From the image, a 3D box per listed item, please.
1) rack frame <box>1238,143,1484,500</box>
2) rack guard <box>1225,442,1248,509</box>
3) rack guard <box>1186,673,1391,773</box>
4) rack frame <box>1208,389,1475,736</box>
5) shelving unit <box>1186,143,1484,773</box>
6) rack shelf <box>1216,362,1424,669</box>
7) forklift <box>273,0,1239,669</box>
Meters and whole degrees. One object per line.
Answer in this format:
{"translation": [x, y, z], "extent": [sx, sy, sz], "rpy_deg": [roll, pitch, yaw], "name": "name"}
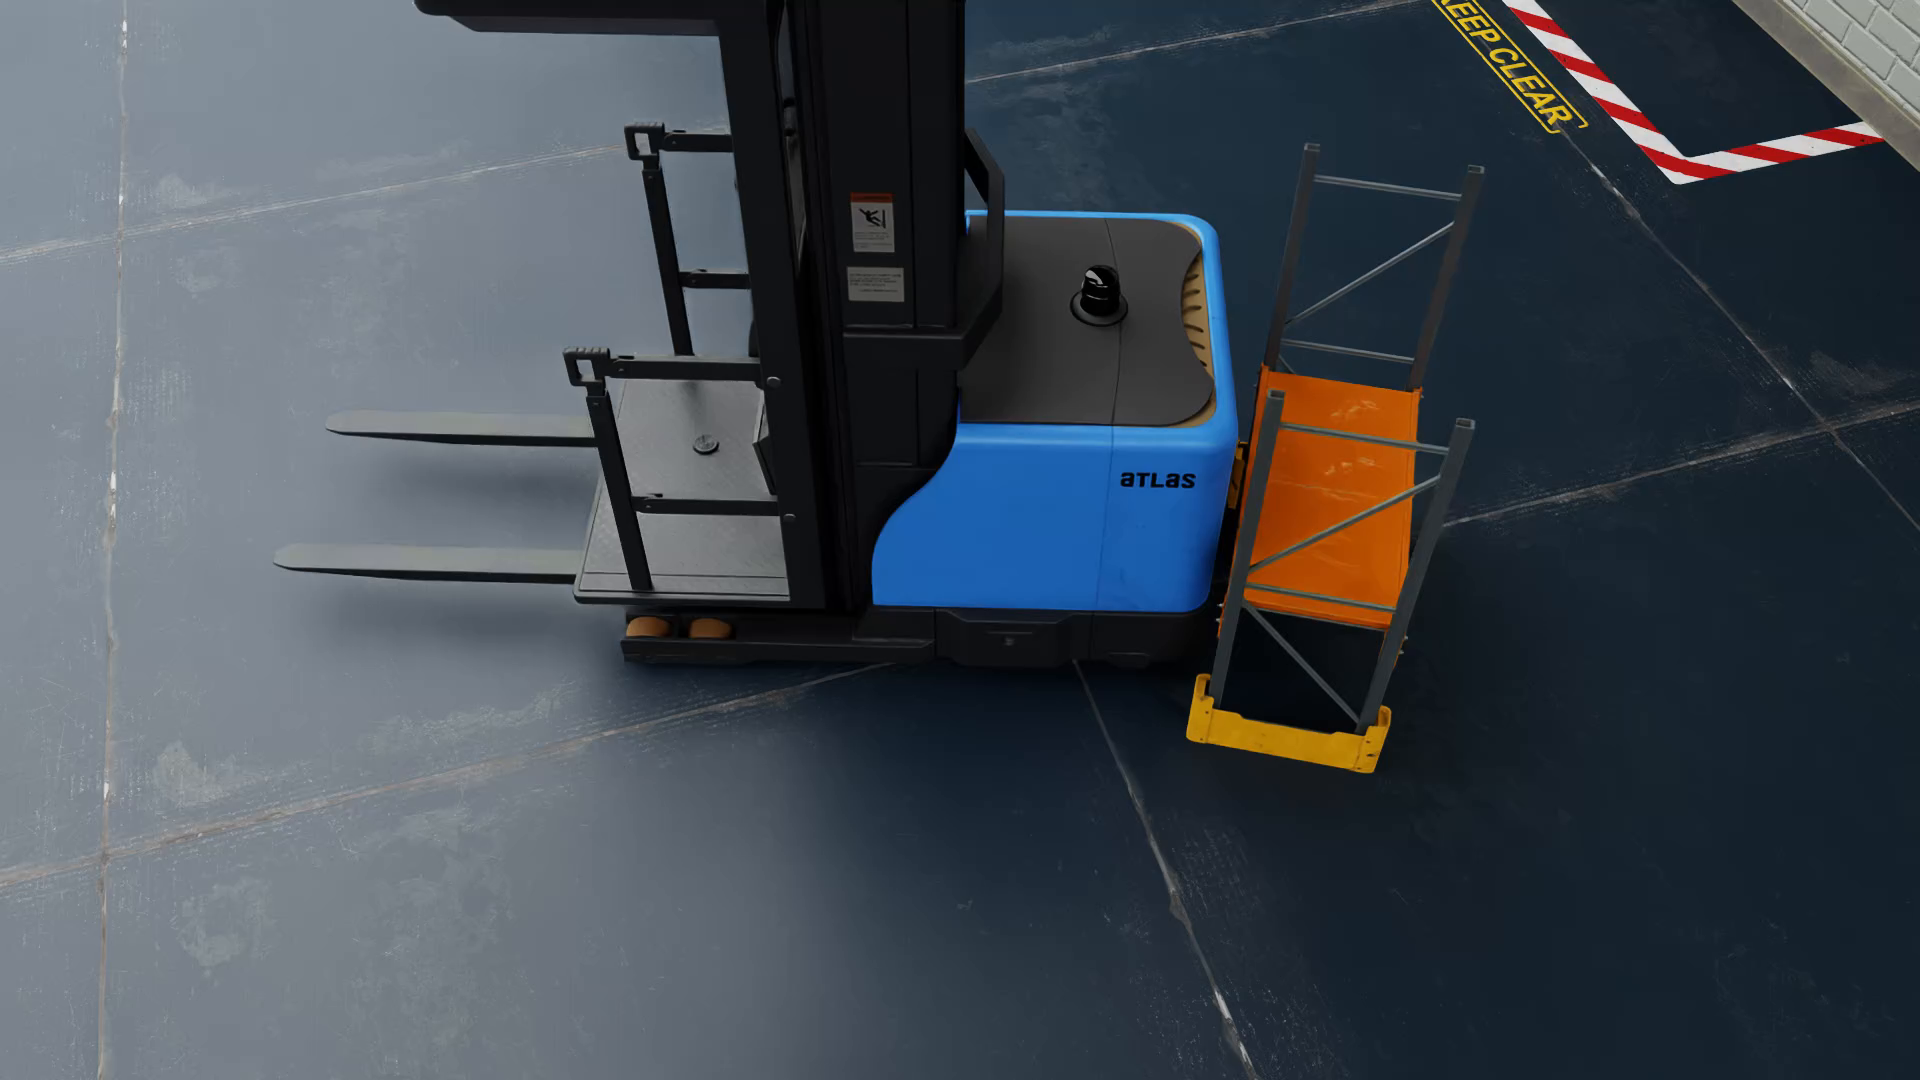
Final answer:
{"translation": [1.226, -0.596, 5.271], "extent": [0.500, 1.500, 0.032], "rpy_deg": [10, 51, 8], "name": "rack frame"}
{"translation": [1.222, -0.178, 5.737], "extent": [0.587, 0.250, 0.087], "rpy_deg": [10, 51, 8], "name": "rack guard"}
{"translation": [1.002, 0.565, 5.111], "extent": [0.587, 0.250, 0.087], "rpy_deg": [10, 51, 8], "name": "rack guard"}
{"translation": [1.002, 0.163, 4.632], "extent": [0.500, 1.500, 0.032], "rpy_deg": [10, 51, 8], "name": "rack frame"}
{"translation": [1.112, -0.210, 4.946], "extent": [0.587, 1.500, 1.083], "rpy_deg": [10, 51, 8], "name": "shelving unit"}
{"translation": [1.114, -0.101, 5.089], "extent": [0.538, 0.185, 1.000], "rpy_deg": [10, 51, 8], "name": "rack shelf"}
{"translation": [-0.707, -0.943, 4.628], "extent": [3.031, 2.935, 1.130], "rpy_deg": [1, 50, 1], "name": "forklift"}
